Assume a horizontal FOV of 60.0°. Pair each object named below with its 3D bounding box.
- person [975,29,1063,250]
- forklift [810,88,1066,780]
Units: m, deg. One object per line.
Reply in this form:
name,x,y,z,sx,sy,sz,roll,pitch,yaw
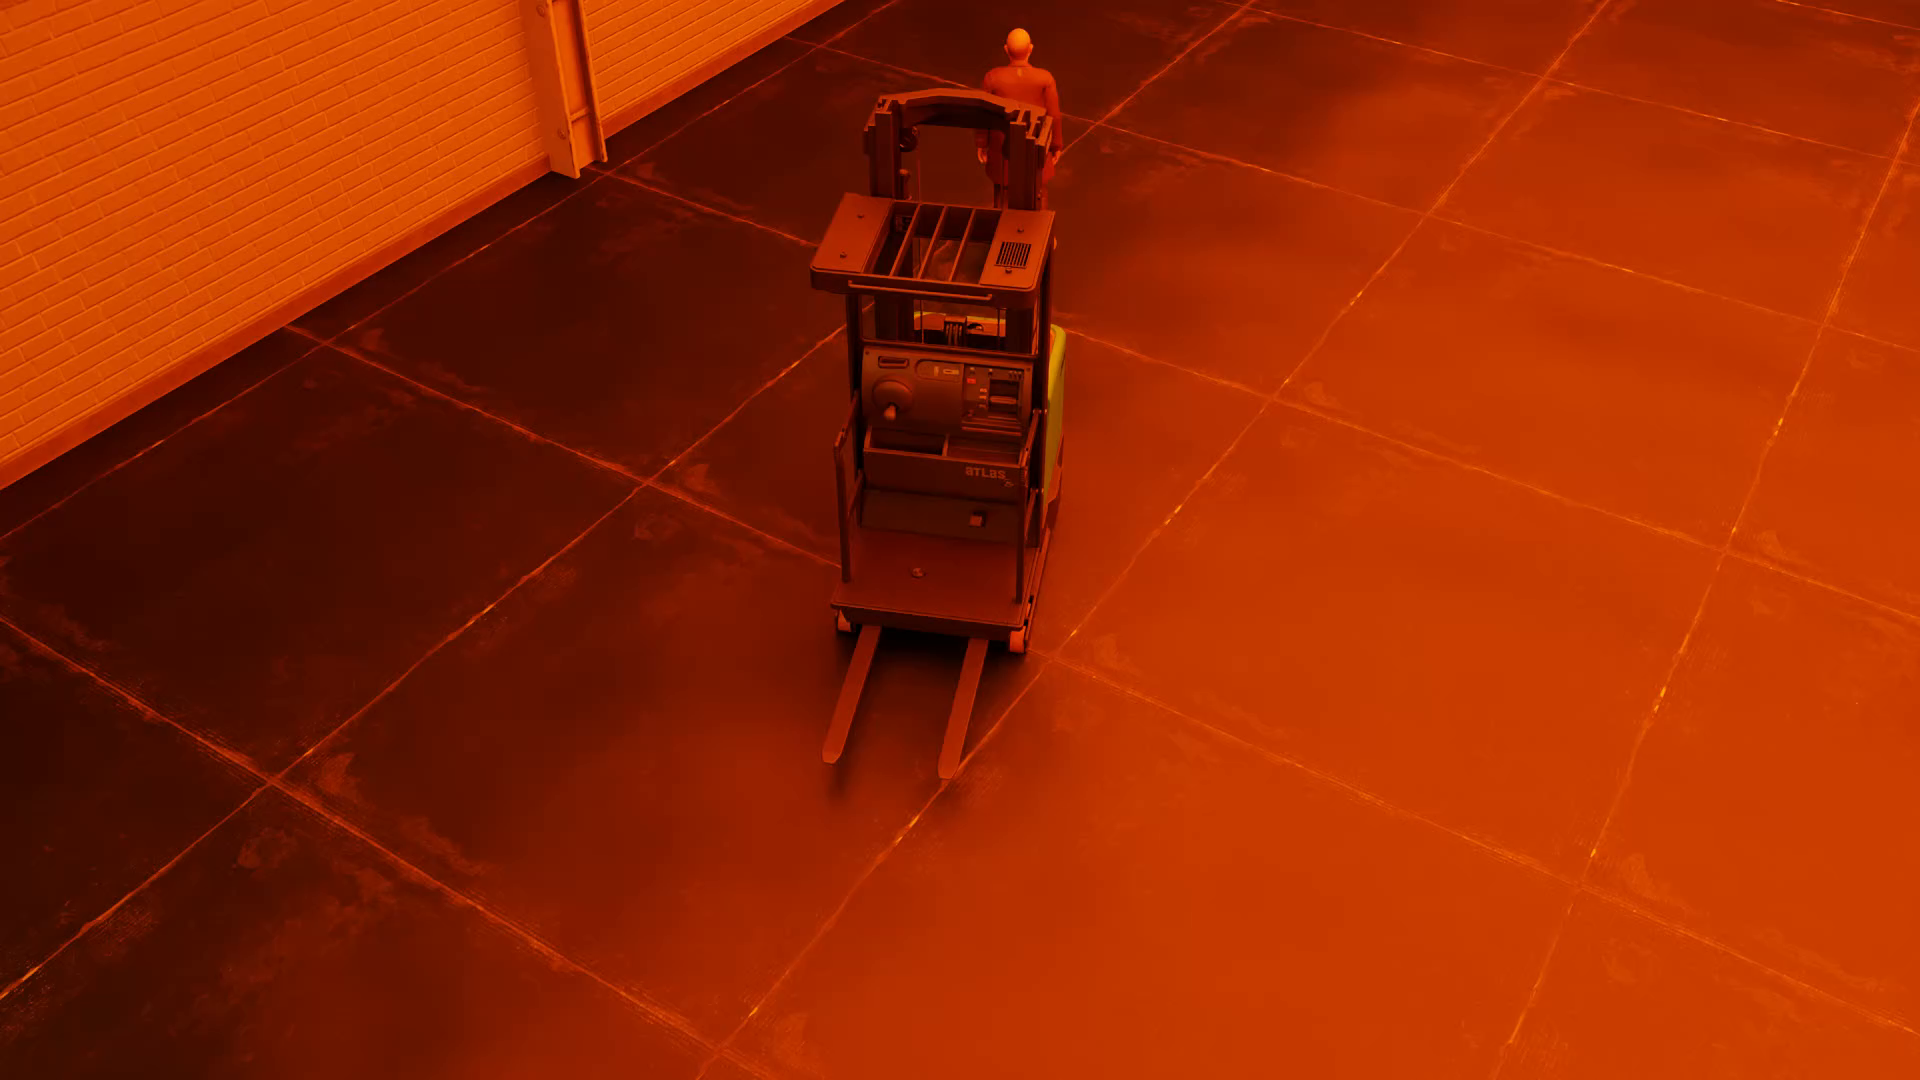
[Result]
person,0.432,-2.895,12.277,0.656,1.774,0.425,4,40,5
forklift,-0.108,-0.731,8.830,1.130,2.935,3.031,7,41,8
